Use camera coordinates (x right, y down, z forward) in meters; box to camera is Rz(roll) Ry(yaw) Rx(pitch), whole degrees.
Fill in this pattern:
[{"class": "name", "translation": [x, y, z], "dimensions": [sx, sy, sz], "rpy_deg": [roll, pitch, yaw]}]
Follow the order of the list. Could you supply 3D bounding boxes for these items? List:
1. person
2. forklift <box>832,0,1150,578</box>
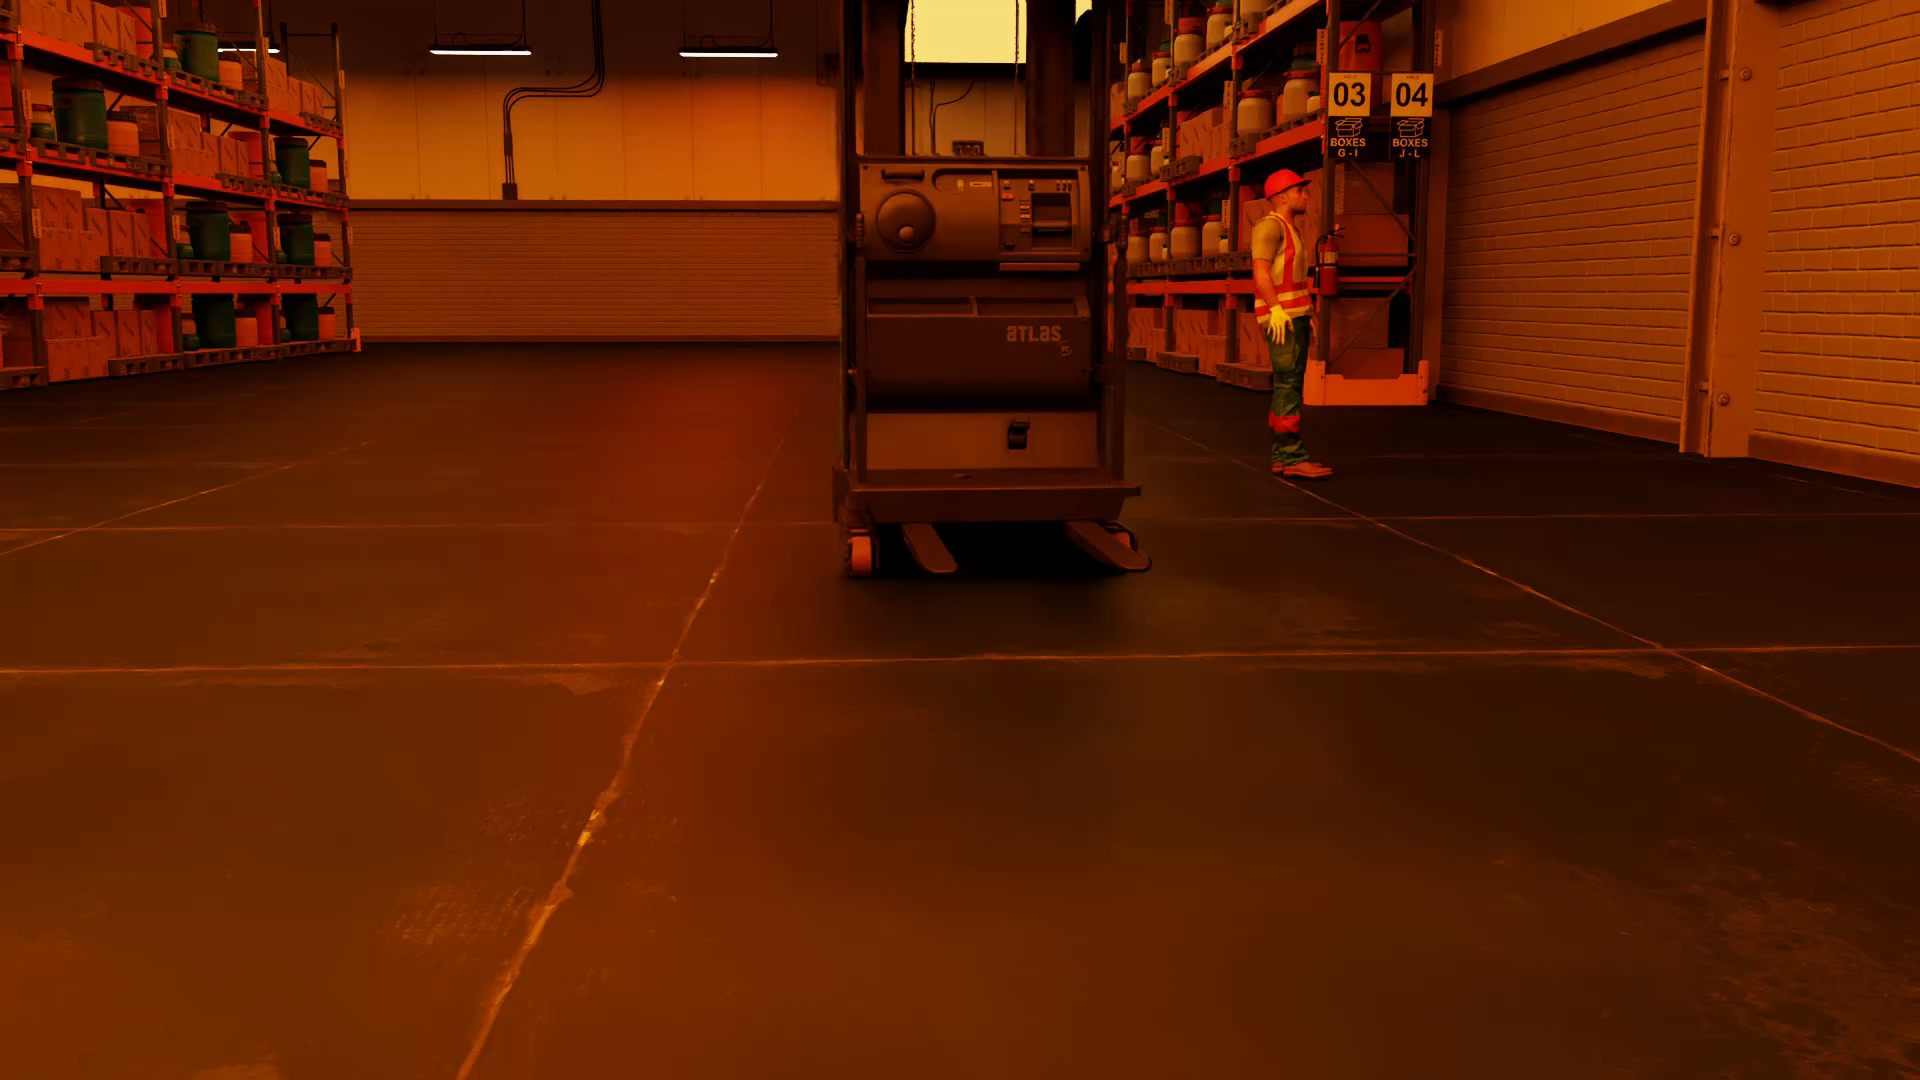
[{"class": "person", "translation": [2.006, -1.282, 9.814], "dimensions": [0.564, 1.790, 0.648], "rpy_deg": [4, 9, 26]}, {"class": "forklift", "translation": [0.088, -1.357, 6.468], "dimensions": [1.130, 2.935, 3.031], "rpy_deg": [-1, 8, -6]}]
